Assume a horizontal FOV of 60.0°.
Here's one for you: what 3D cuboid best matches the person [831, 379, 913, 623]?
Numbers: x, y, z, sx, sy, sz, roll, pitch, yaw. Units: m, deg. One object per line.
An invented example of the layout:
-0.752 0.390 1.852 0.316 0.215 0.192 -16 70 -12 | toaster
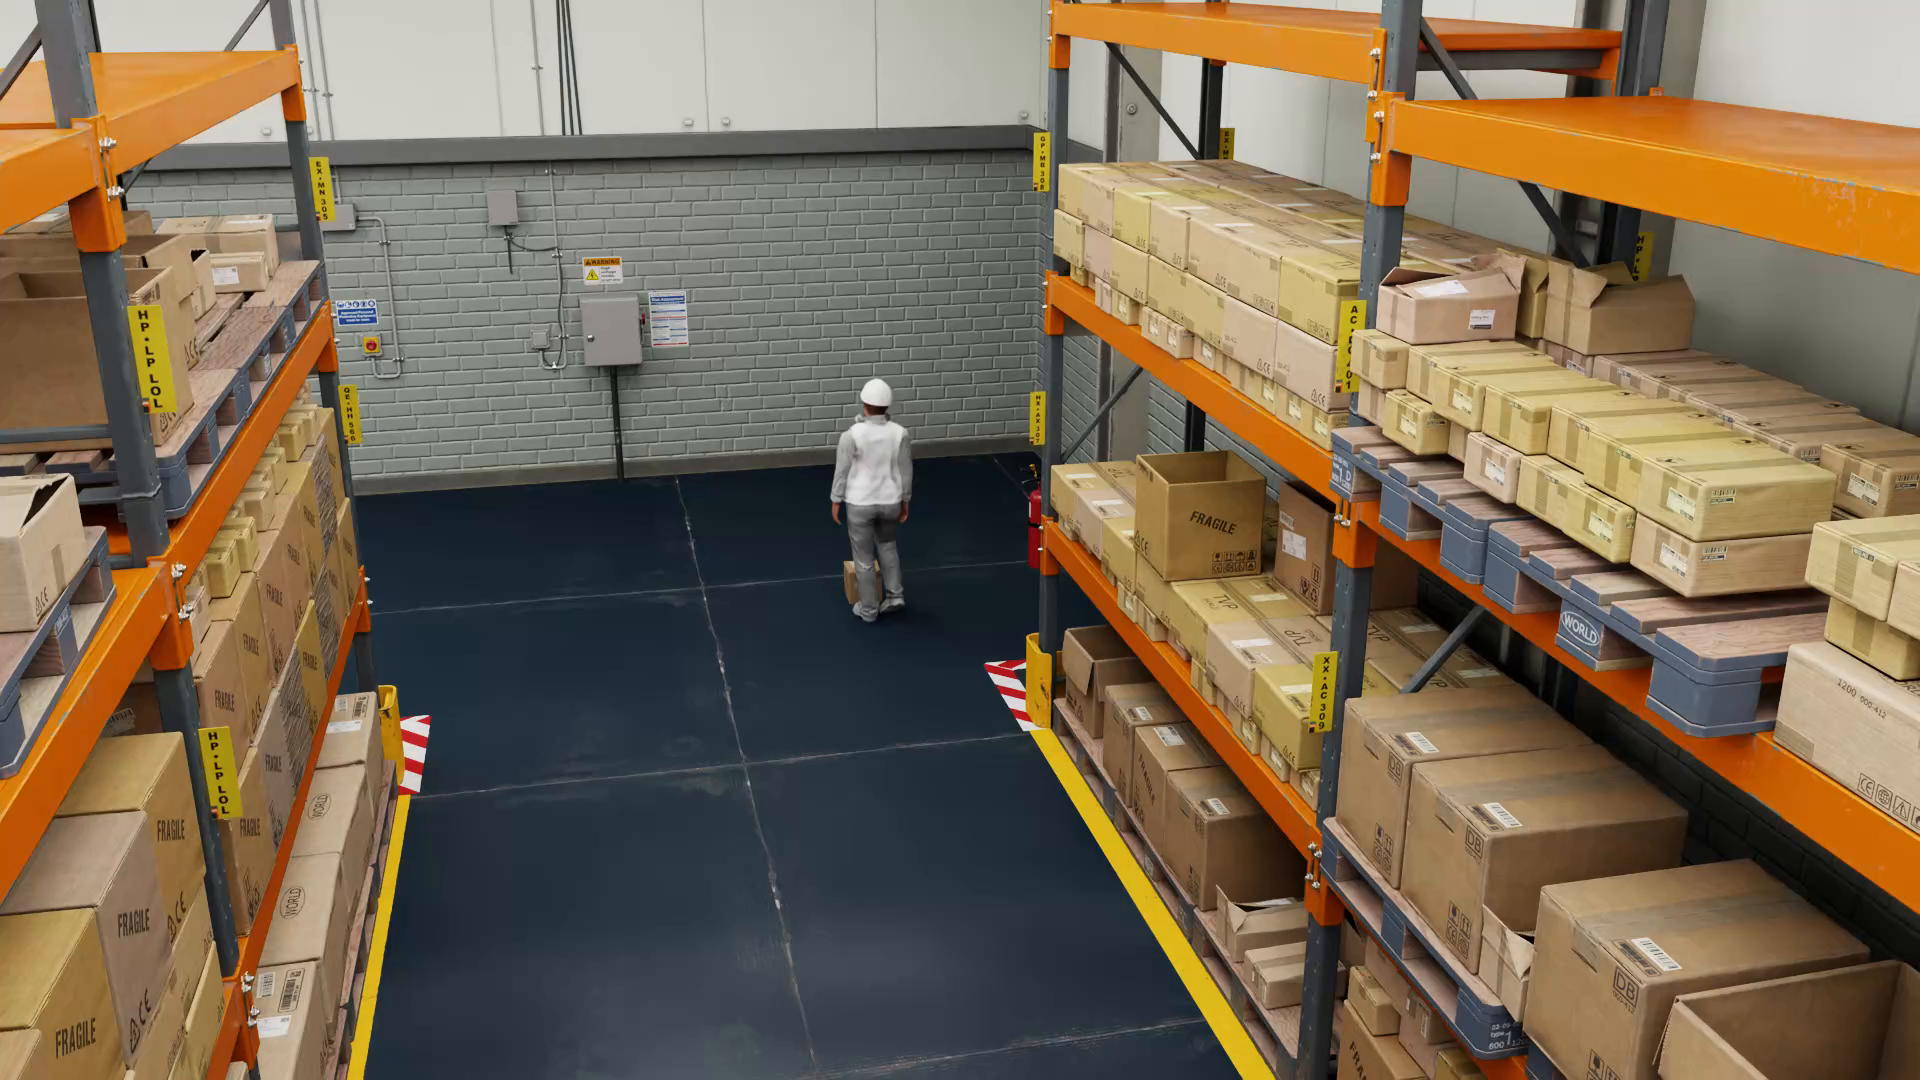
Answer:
-0.644 -0.272 11.816 0.577 1.800 0.431 -8 21 -22 | person
